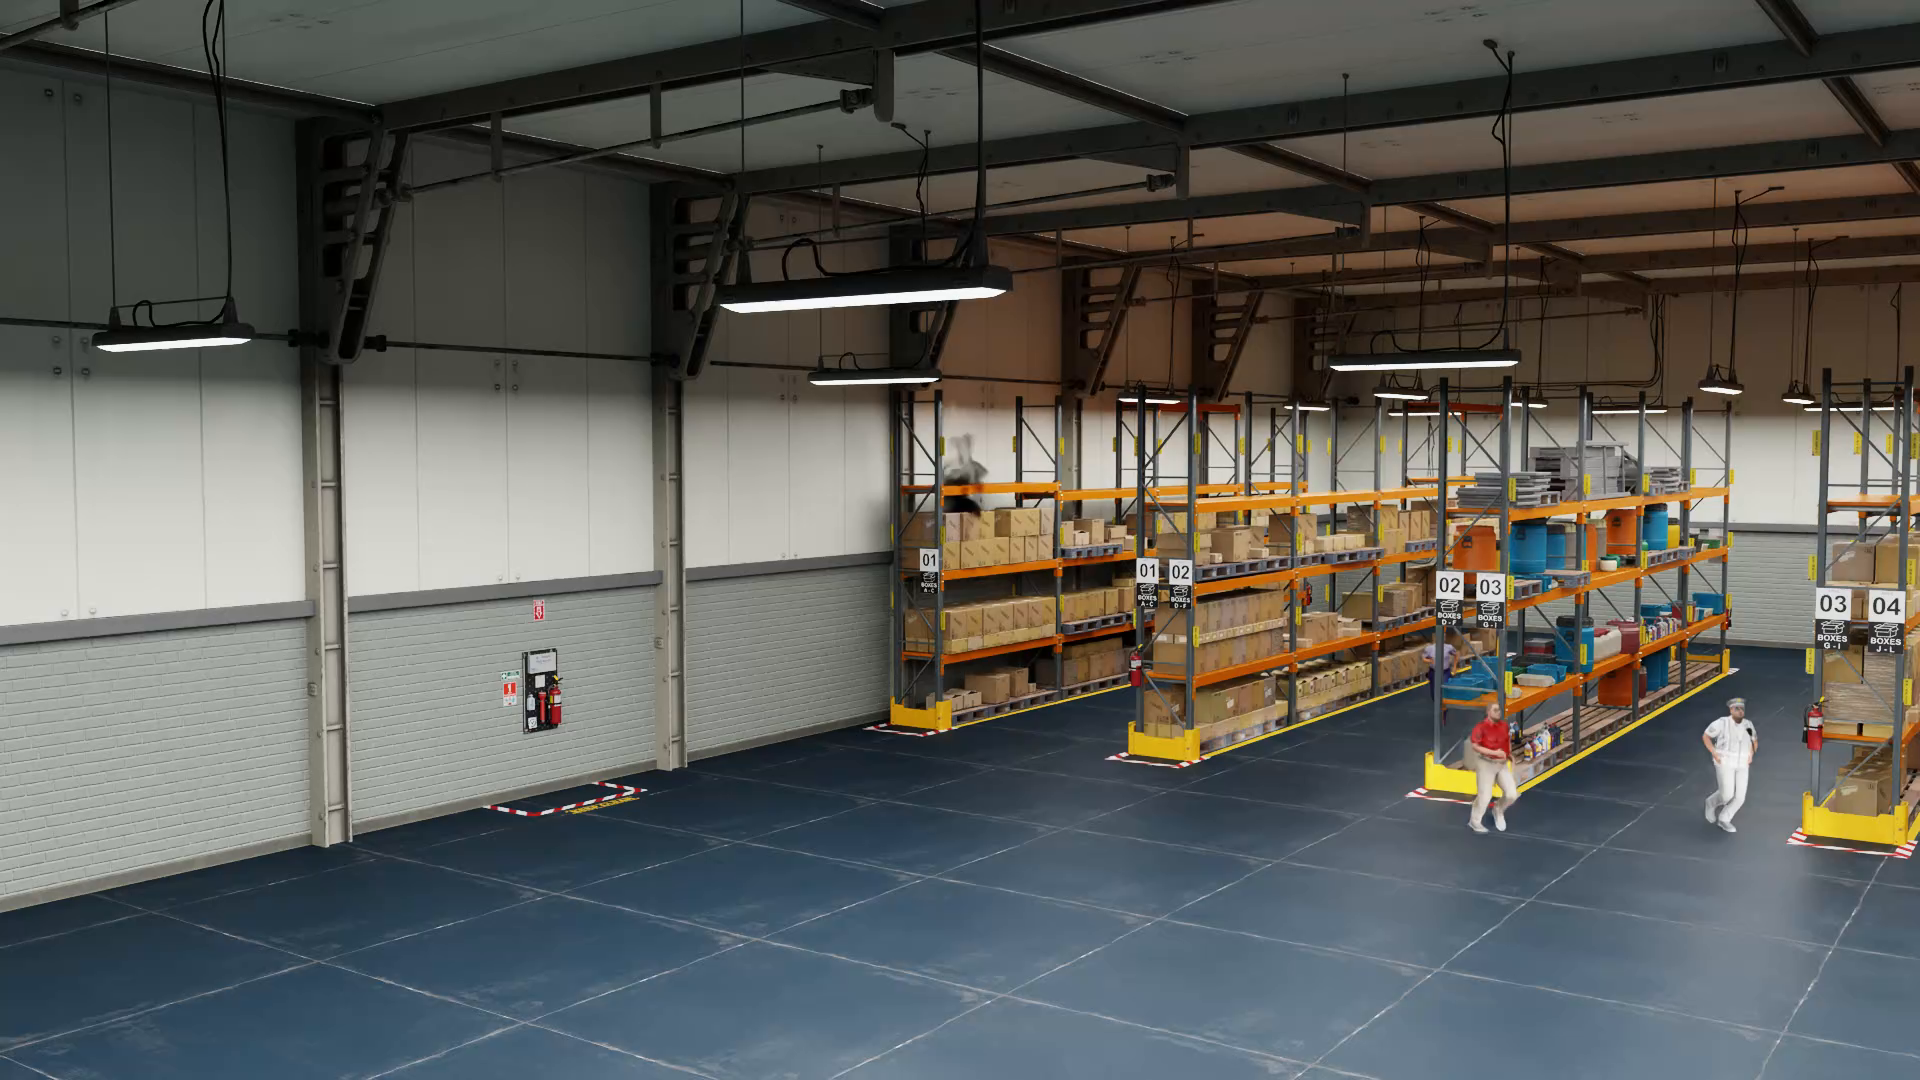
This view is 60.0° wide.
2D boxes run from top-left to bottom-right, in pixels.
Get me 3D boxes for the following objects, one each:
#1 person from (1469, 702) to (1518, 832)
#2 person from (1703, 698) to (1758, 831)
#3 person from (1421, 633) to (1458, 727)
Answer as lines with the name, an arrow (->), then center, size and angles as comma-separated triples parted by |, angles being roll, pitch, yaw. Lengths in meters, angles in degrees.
person -> 6.929, 2.946, 21.484 | 0.675, 1.699, 0.656 | -1, 3, -16
person -> 10.093, 2.915, 21.721 | 0.695, 1.742, 0.548 | 0, 3, 0
person -> 8.650, 2.493, 30.026 | 0.595, 1.720, 0.795 | 2, 4, 27
